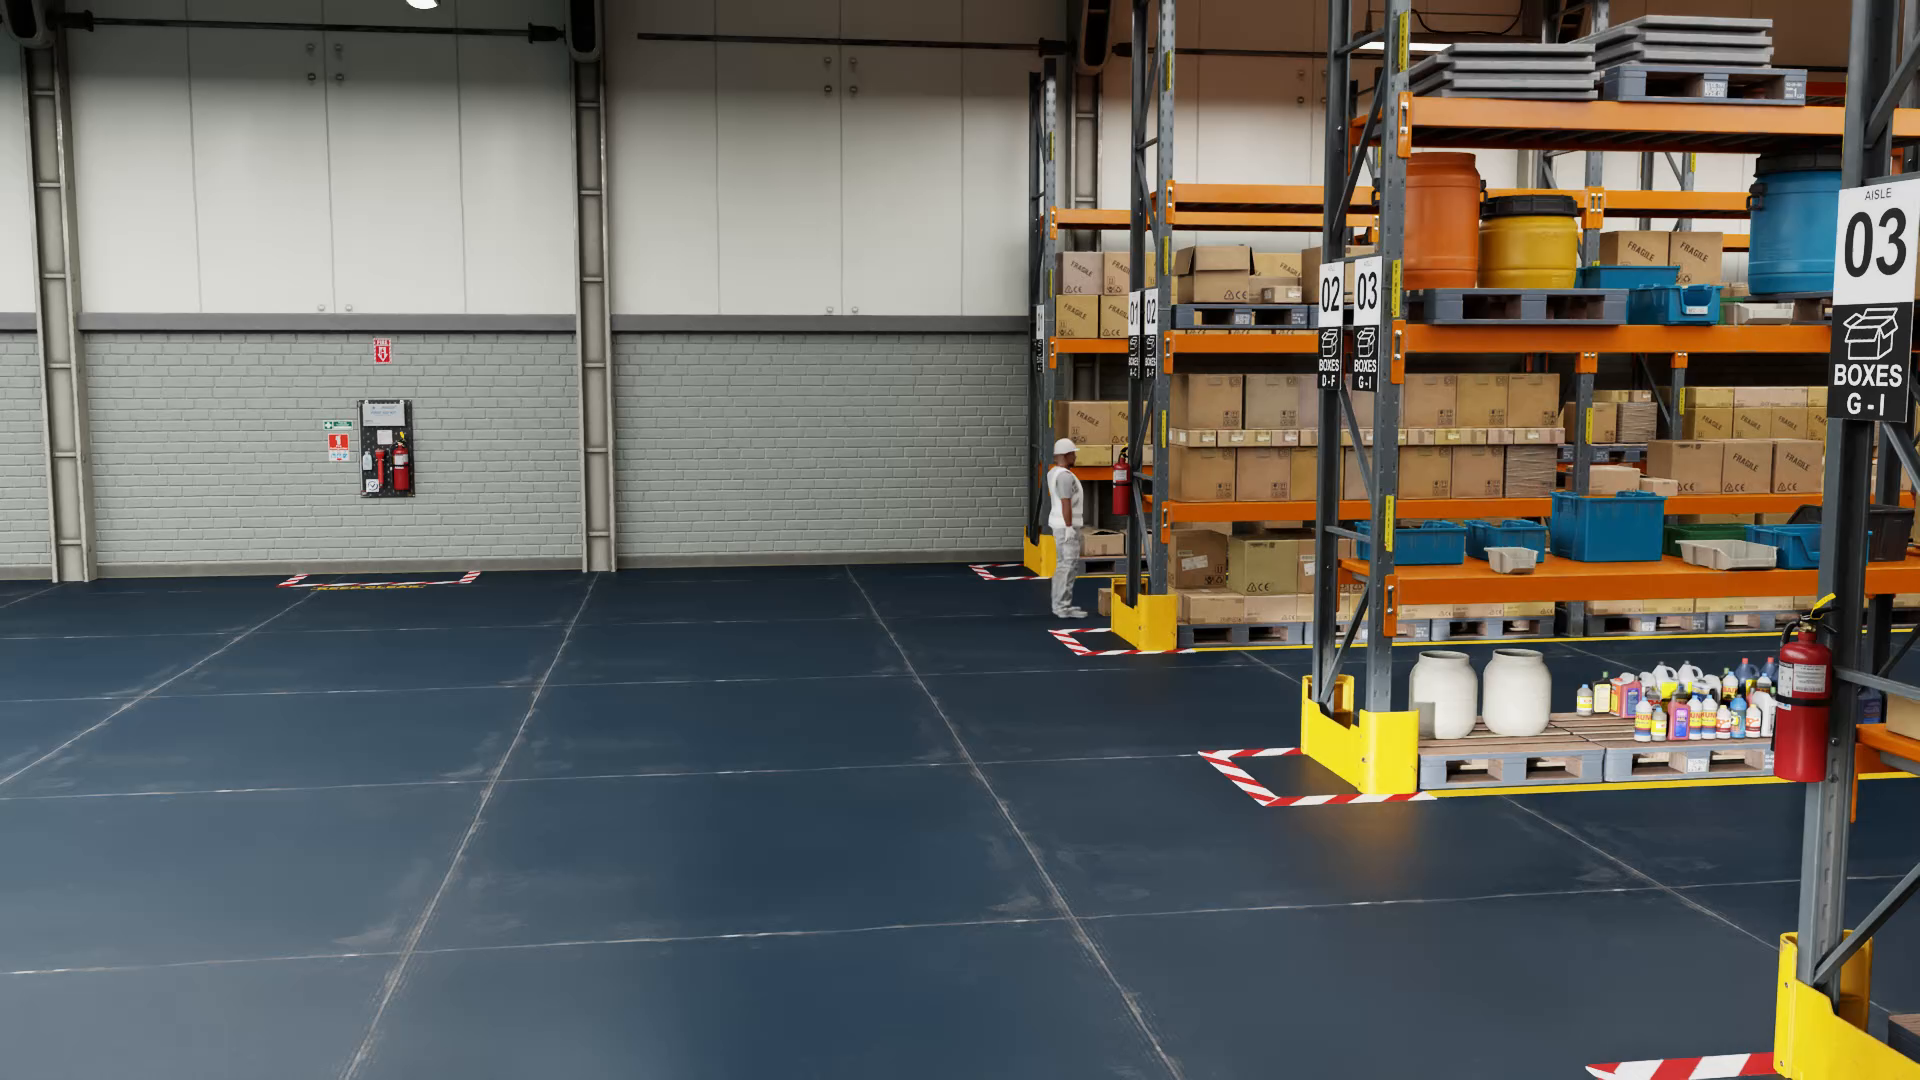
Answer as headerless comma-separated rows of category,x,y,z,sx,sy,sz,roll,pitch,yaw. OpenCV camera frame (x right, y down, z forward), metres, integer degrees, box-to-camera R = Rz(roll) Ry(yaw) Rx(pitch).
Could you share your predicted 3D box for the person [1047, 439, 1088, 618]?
person,1.078,-0.124,16.715,0.381,1.785,0.549,-1,6,-7
